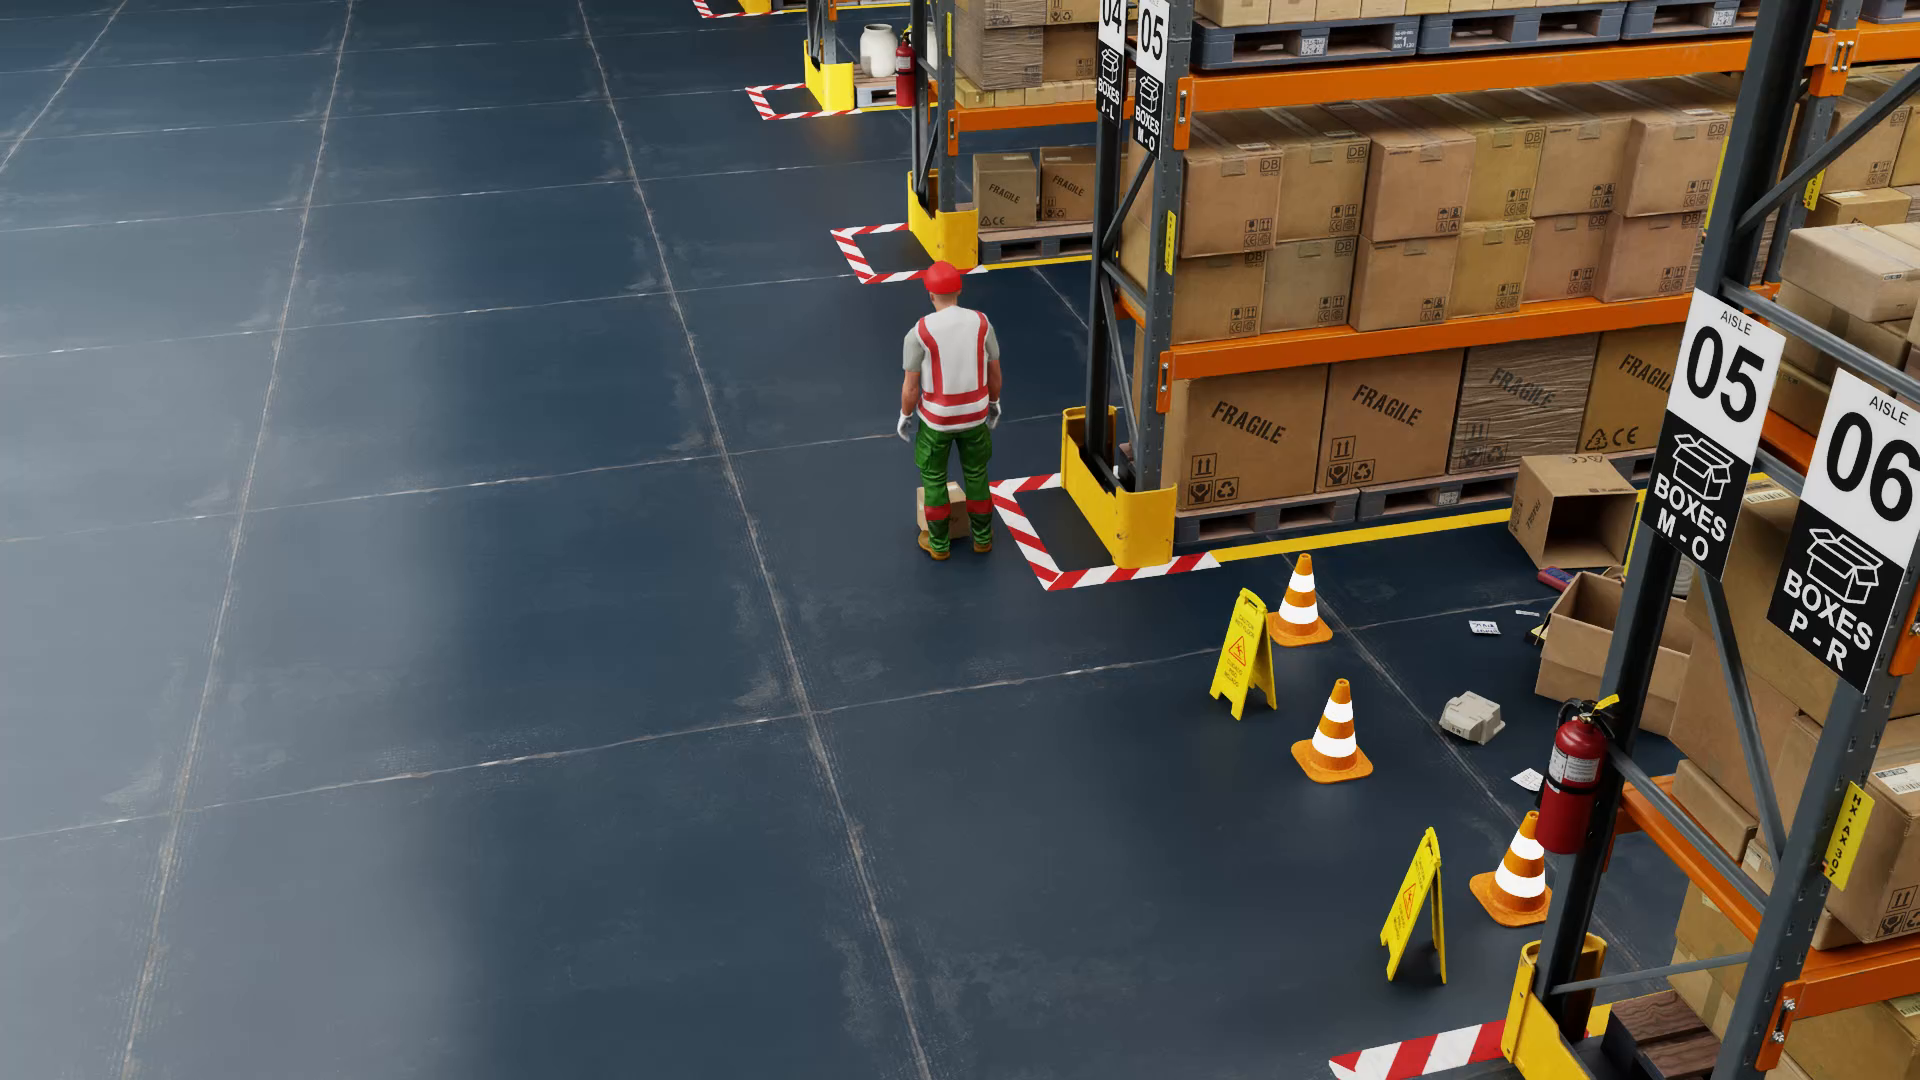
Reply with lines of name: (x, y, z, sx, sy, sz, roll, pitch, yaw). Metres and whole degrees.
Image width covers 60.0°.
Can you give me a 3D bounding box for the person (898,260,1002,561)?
person: (-0.053, -0.722, 9.476, 0.623, 1.780, 0.449, -9, 31, -15)
